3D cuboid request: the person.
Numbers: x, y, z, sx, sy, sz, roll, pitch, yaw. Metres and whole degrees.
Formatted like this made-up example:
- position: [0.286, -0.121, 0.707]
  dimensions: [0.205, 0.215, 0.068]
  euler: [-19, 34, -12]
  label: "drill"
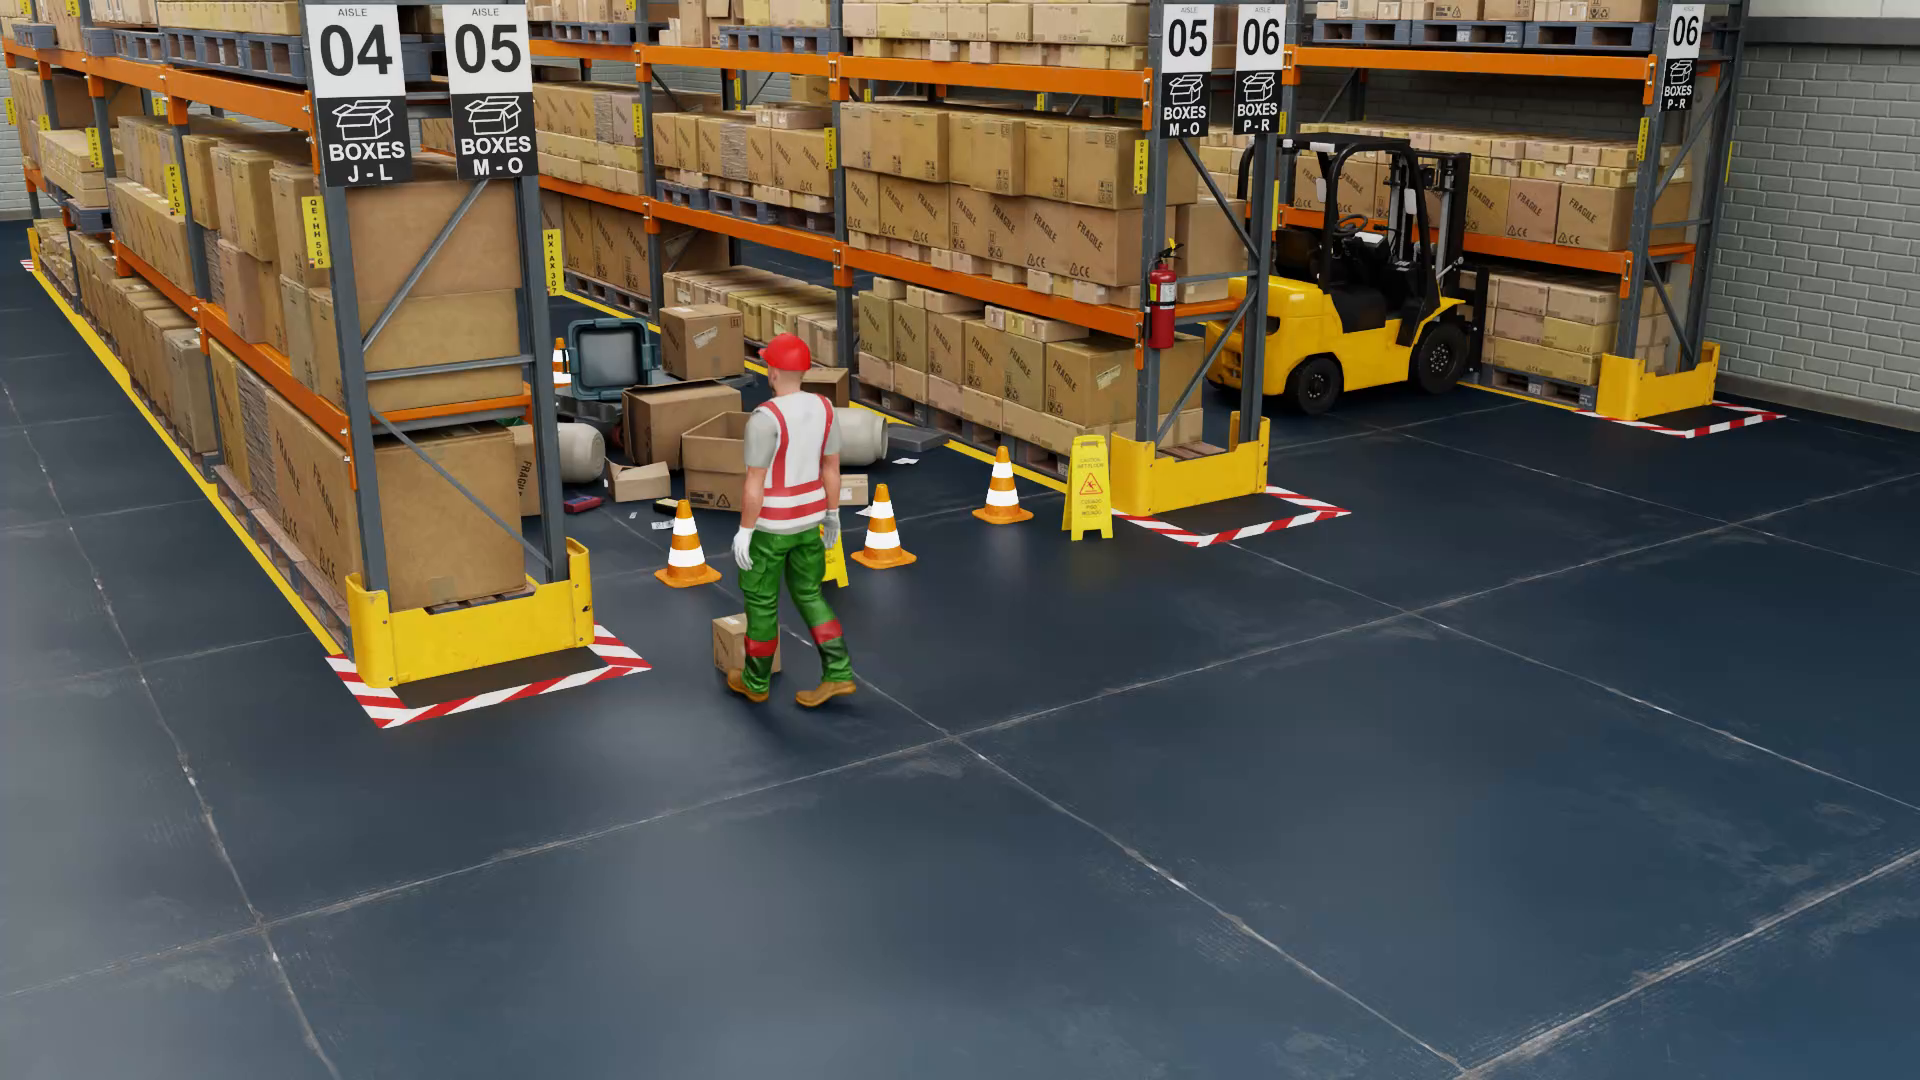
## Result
- position: [-0.854, -0.083, 7.759]
  dimensions: [0.659, 1.791, 0.584]
  euler: [16, 24, 40]
  label: "person"
